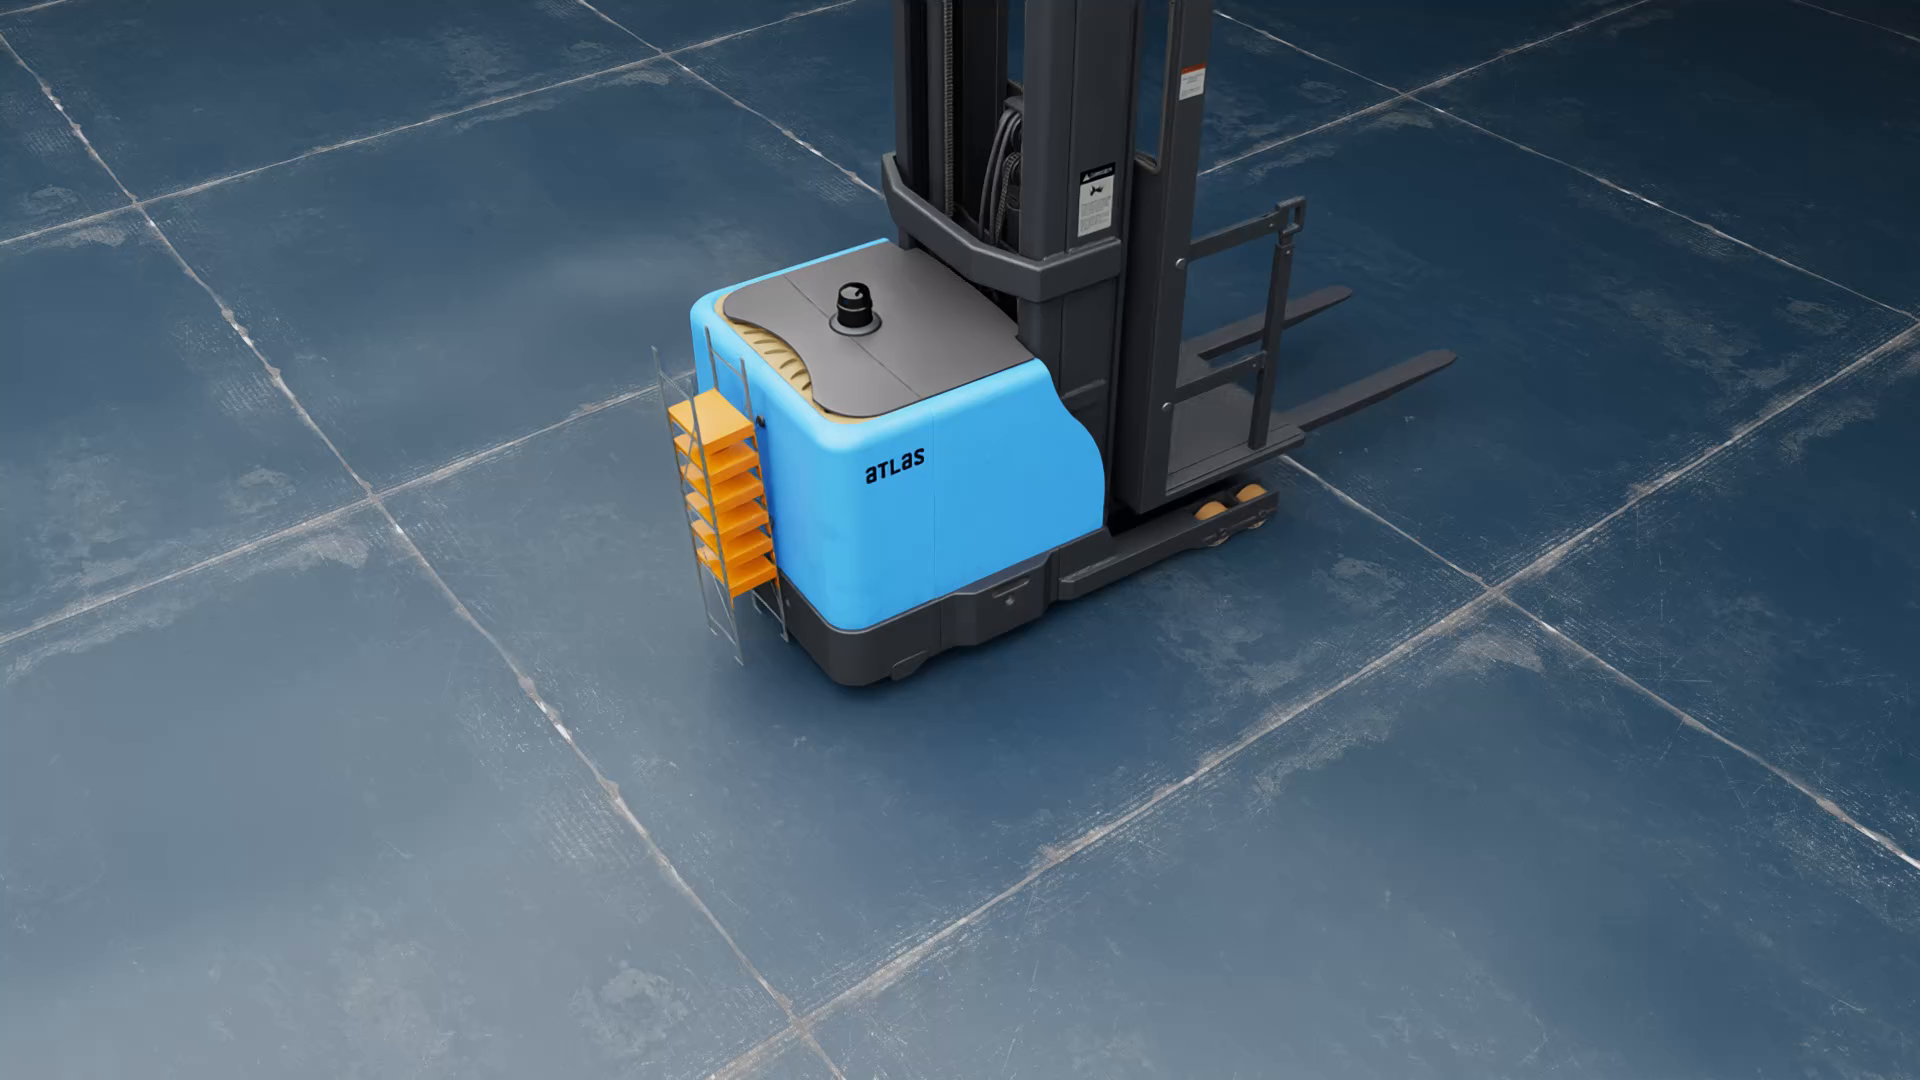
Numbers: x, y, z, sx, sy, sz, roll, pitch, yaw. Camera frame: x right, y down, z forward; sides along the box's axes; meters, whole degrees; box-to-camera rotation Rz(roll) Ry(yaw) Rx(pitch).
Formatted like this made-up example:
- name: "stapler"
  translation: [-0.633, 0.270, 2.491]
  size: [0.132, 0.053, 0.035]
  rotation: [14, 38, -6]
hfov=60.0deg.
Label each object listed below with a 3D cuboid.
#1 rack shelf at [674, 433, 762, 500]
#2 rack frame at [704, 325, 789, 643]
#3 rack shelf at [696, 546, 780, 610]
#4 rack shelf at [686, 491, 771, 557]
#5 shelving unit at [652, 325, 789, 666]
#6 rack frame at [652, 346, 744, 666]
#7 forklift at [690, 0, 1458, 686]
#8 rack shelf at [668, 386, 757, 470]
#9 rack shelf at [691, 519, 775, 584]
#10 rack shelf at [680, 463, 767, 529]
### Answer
- name: "rack shelf"
  translation: [-0.778, -0.264, 5.311]
  size: [0.180, 0.103, 0.258]
  rotation: [-27, 46, -25]
- name: "rack frame"
  translation: [-0.695, -0.155, 5.478]
  size: [0.006, 1.200, 0.240]
  rotation: [-27, 46, -25]
- name: "rack shelf"
  translation: [-0.757, 0.097, 5.627]
  size: [0.180, 0.103, 0.258]
  rotation: [-27, 46, -25]
- name: "rack shelf"
  translation: [-0.767, -0.084, 5.469]
  size: [0.180, 0.103, 0.258]
  rotation: [-27, 46, -25]
- name: "shelving unit"
  translation: [-0.769, -0.117, 5.440]
  size: [0.189, 1.200, 0.258]
  rotation: [-27, 46, -25]
- name: "rack frame"
  translation: [-0.844, -0.079, 5.402]
  size: [0.006, 1.200, 0.240]
  rotation: [-27, 46, -25]
- name: "forklift"
  translation: [0.597, -1.367, 5.606]
  size: [3.031, 2.935, 1.130]
  rotation: [-23, 44, -25]
- name: "rack shelf"
  translation: [-0.783, -0.354, 5.232]
  size: [0.180, 0.103, 0.258]
  rotation: [-27, 46, -25]
- name: "rack shelf"
  translation: [-0.762, 0.006, 5.548]
  size: [0.180, 0.103, 0.258]
  rotation: [-27, 46, -25]
- name: "rack shelf"
  translation: [-0.773, -0.174, 5.390]
  size: [0.180, 0.103, 0.258]
  rotation: [-27, 46, -25]
